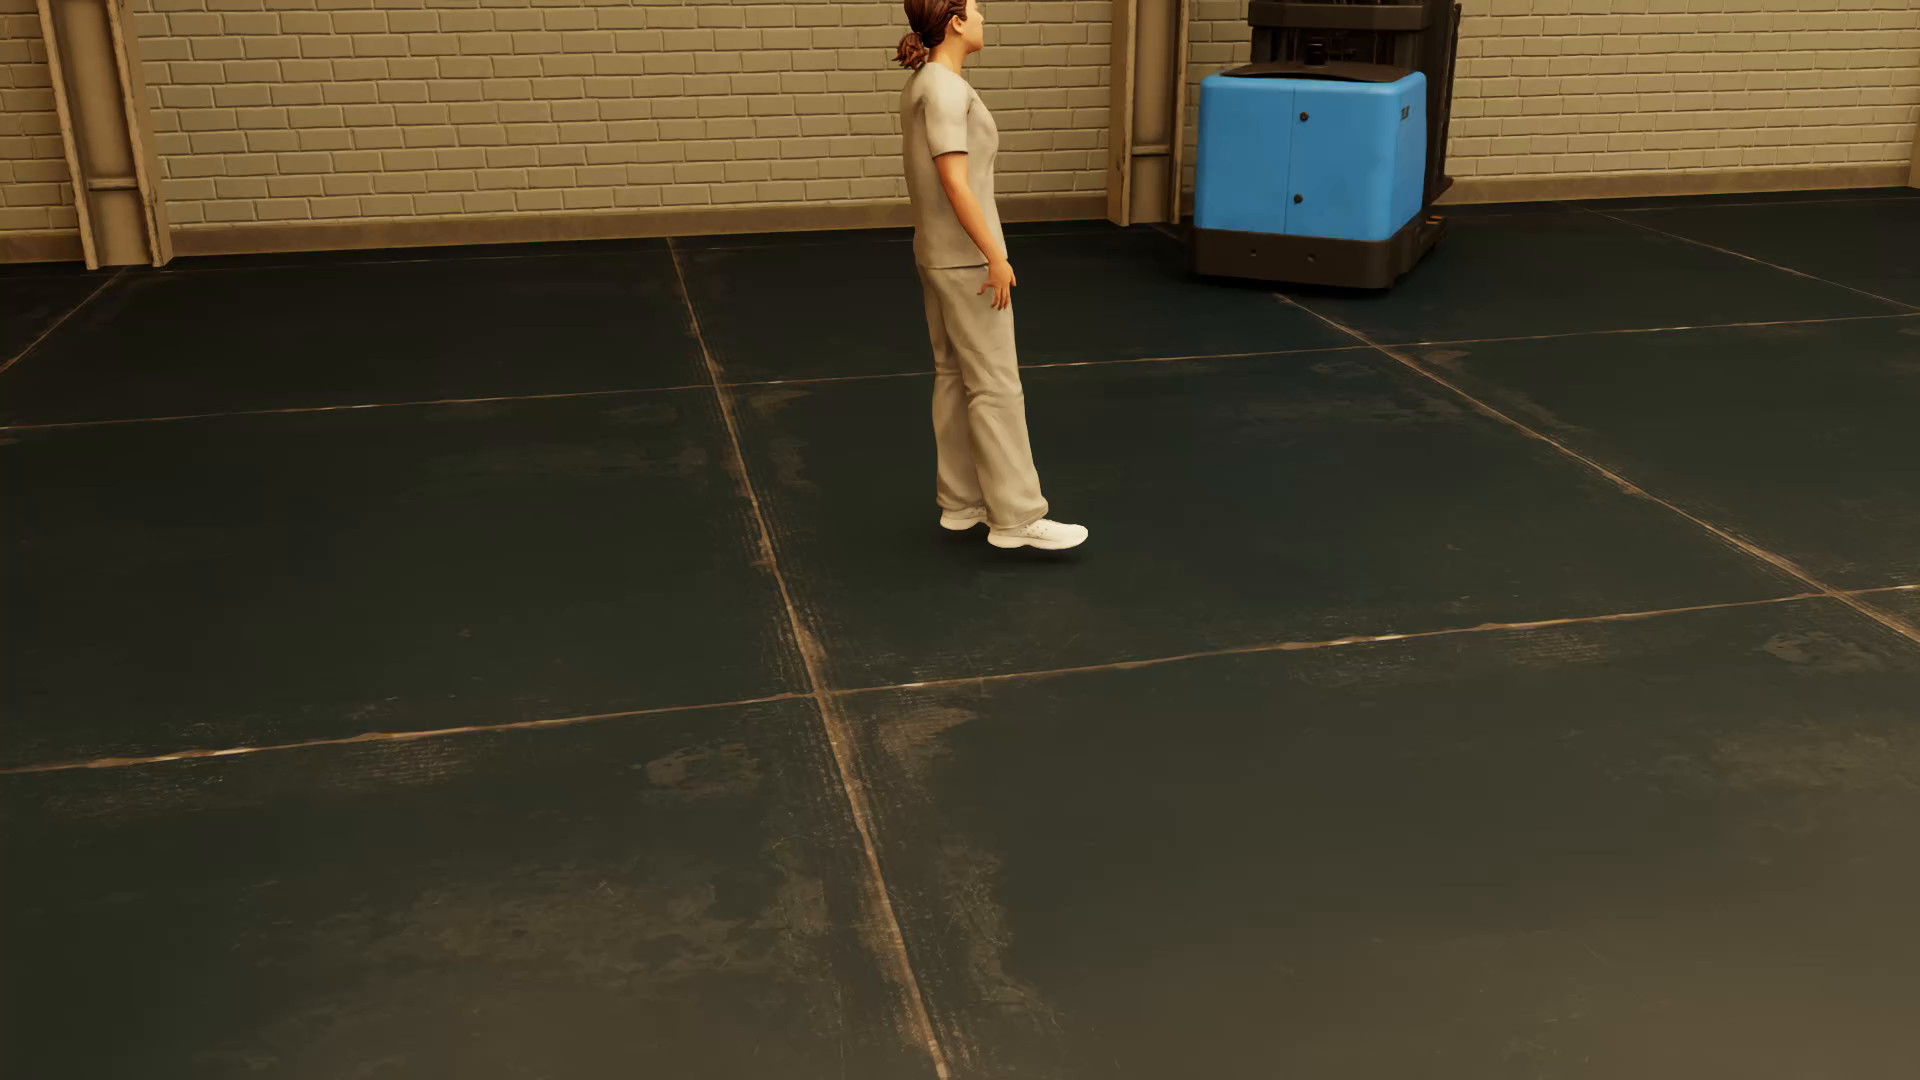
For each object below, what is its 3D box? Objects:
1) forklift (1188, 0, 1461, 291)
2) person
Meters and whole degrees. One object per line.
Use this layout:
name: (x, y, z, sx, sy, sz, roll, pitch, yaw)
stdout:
forklift: (2.272, -3.131, 9.381, 1.130, 2.935, 3.031, 9, 23, 22)
person: (0.075, -0.828, 4.985, 0.547, 1.673, 0.549, -5, 21, -12)
